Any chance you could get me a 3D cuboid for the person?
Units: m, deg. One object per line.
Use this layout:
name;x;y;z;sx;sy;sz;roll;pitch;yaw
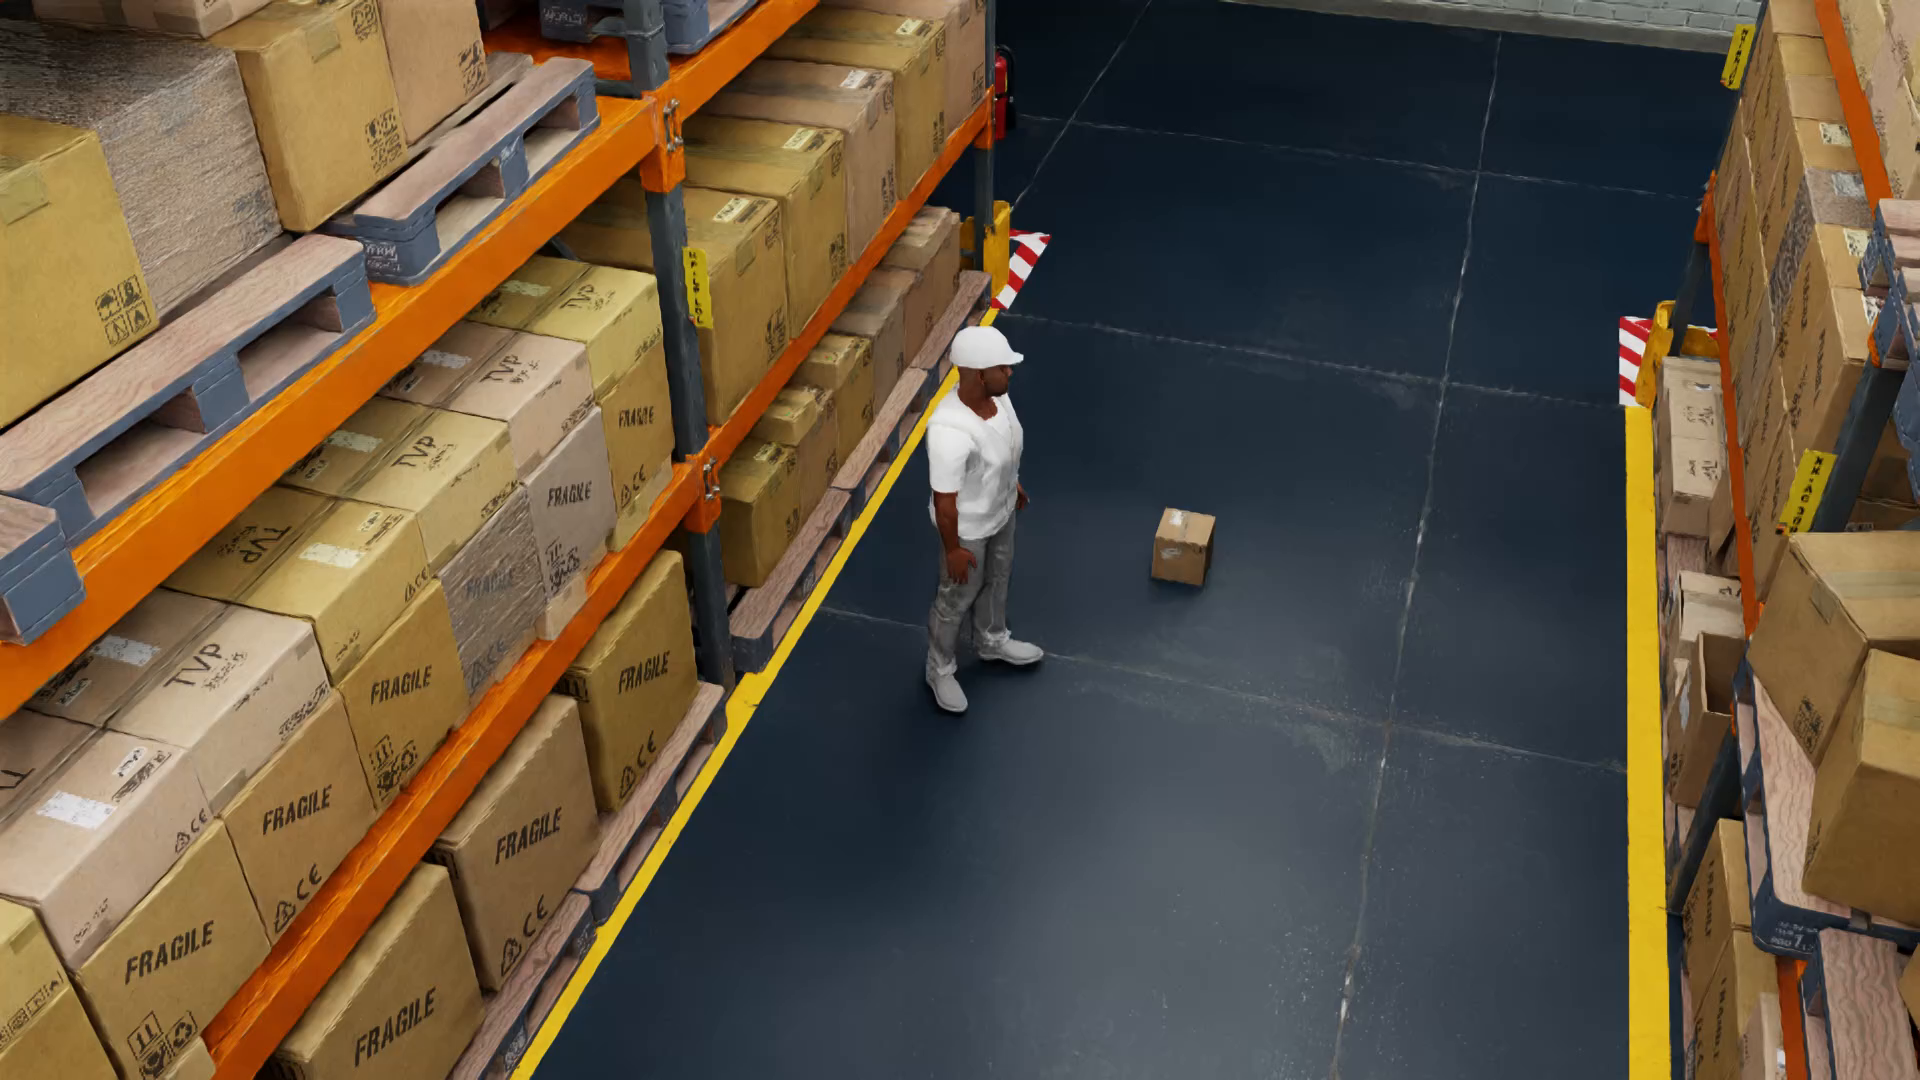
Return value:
person;0.098;-0.110;6.968;0.434;1.767;0.640;17;40;21
